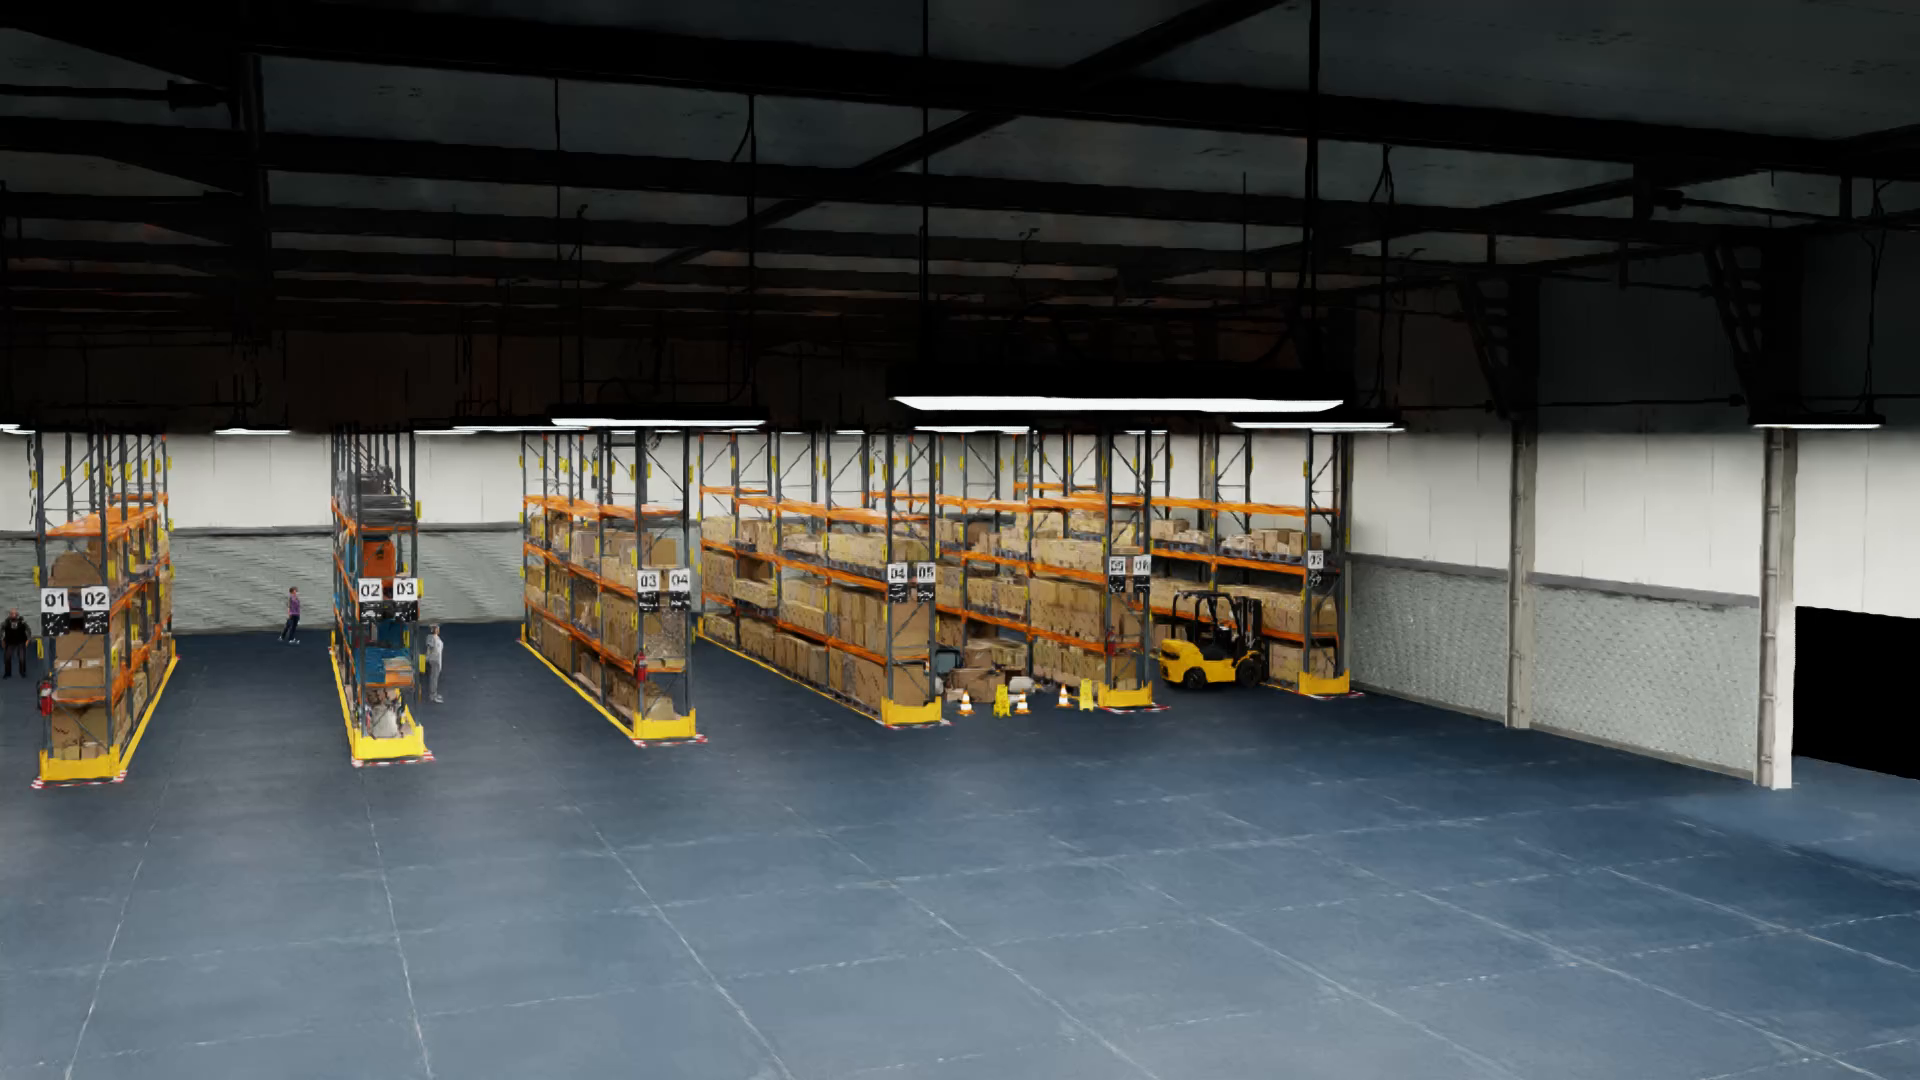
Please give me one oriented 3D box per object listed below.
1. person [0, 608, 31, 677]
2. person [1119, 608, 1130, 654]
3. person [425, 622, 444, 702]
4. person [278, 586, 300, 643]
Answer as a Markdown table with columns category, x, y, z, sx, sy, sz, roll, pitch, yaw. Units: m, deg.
| category | x | y | z | sx | sy | sz | roll | pitch | yaw |
| --- | --- | --- | --- | --- | --- | --- | --- | --- | --- |
| person | -22.363 | 2.435 | 39.365 | 0.677 | 1.674 | 0.534 | -2 | 4 | -24 |
| person | 3.833 | 2.427 | 39.158 | 0.477 | 1.675 | 0.491 | 1 | 4 | 9 |
| person | -11.320 | 2.625 | 35.919 | 0.553 | 1.684 | 0.432 | 4 | 5 | 45 |
| person | -18.556 | 2.057 | 45.983 | 0.471 | 1.587 | 0.582 | 2 | 4 | 24 |
